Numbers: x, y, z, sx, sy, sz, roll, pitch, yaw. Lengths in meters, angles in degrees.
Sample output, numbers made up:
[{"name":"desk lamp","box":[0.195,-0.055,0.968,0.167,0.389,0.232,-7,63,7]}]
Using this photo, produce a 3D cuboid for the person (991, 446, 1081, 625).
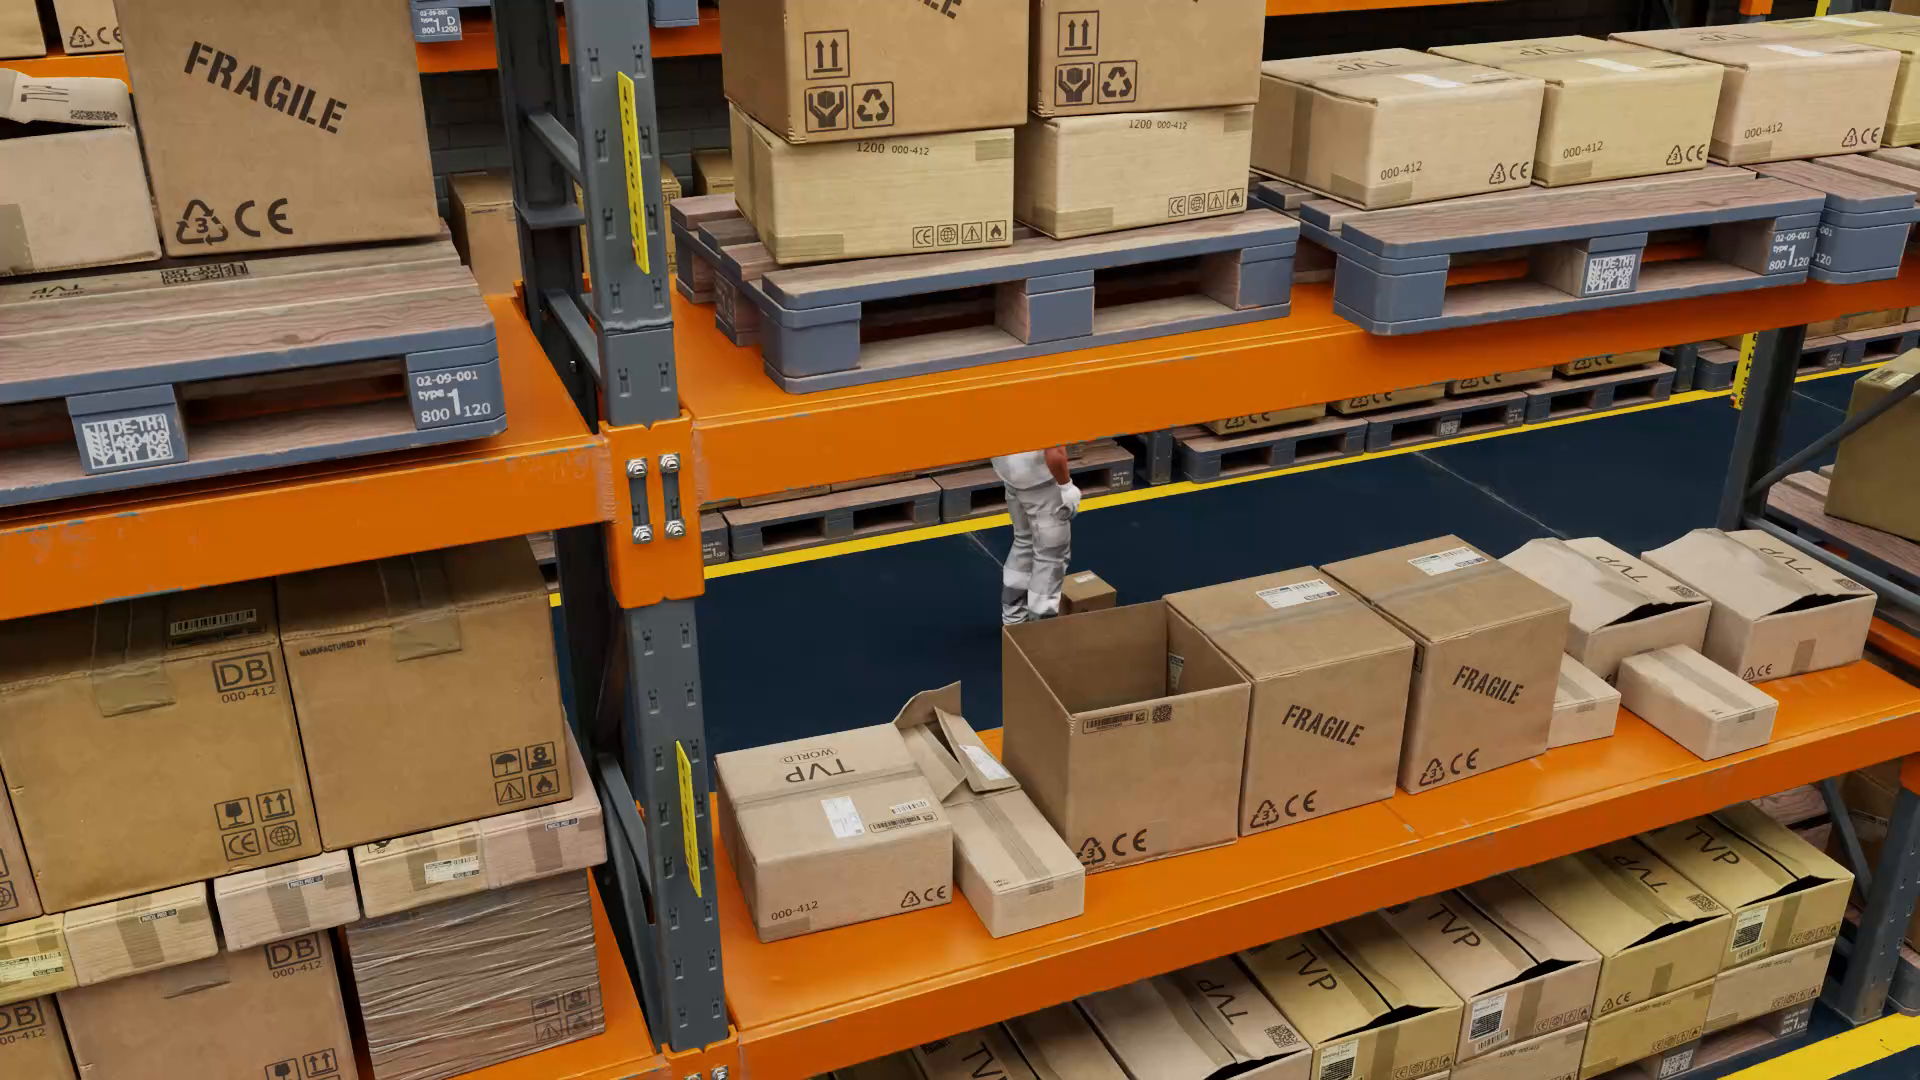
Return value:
[{"name":"person","box":[0.380,-0.315,7.748,0.450,1.779,0.608,-10,28,-20]}]
